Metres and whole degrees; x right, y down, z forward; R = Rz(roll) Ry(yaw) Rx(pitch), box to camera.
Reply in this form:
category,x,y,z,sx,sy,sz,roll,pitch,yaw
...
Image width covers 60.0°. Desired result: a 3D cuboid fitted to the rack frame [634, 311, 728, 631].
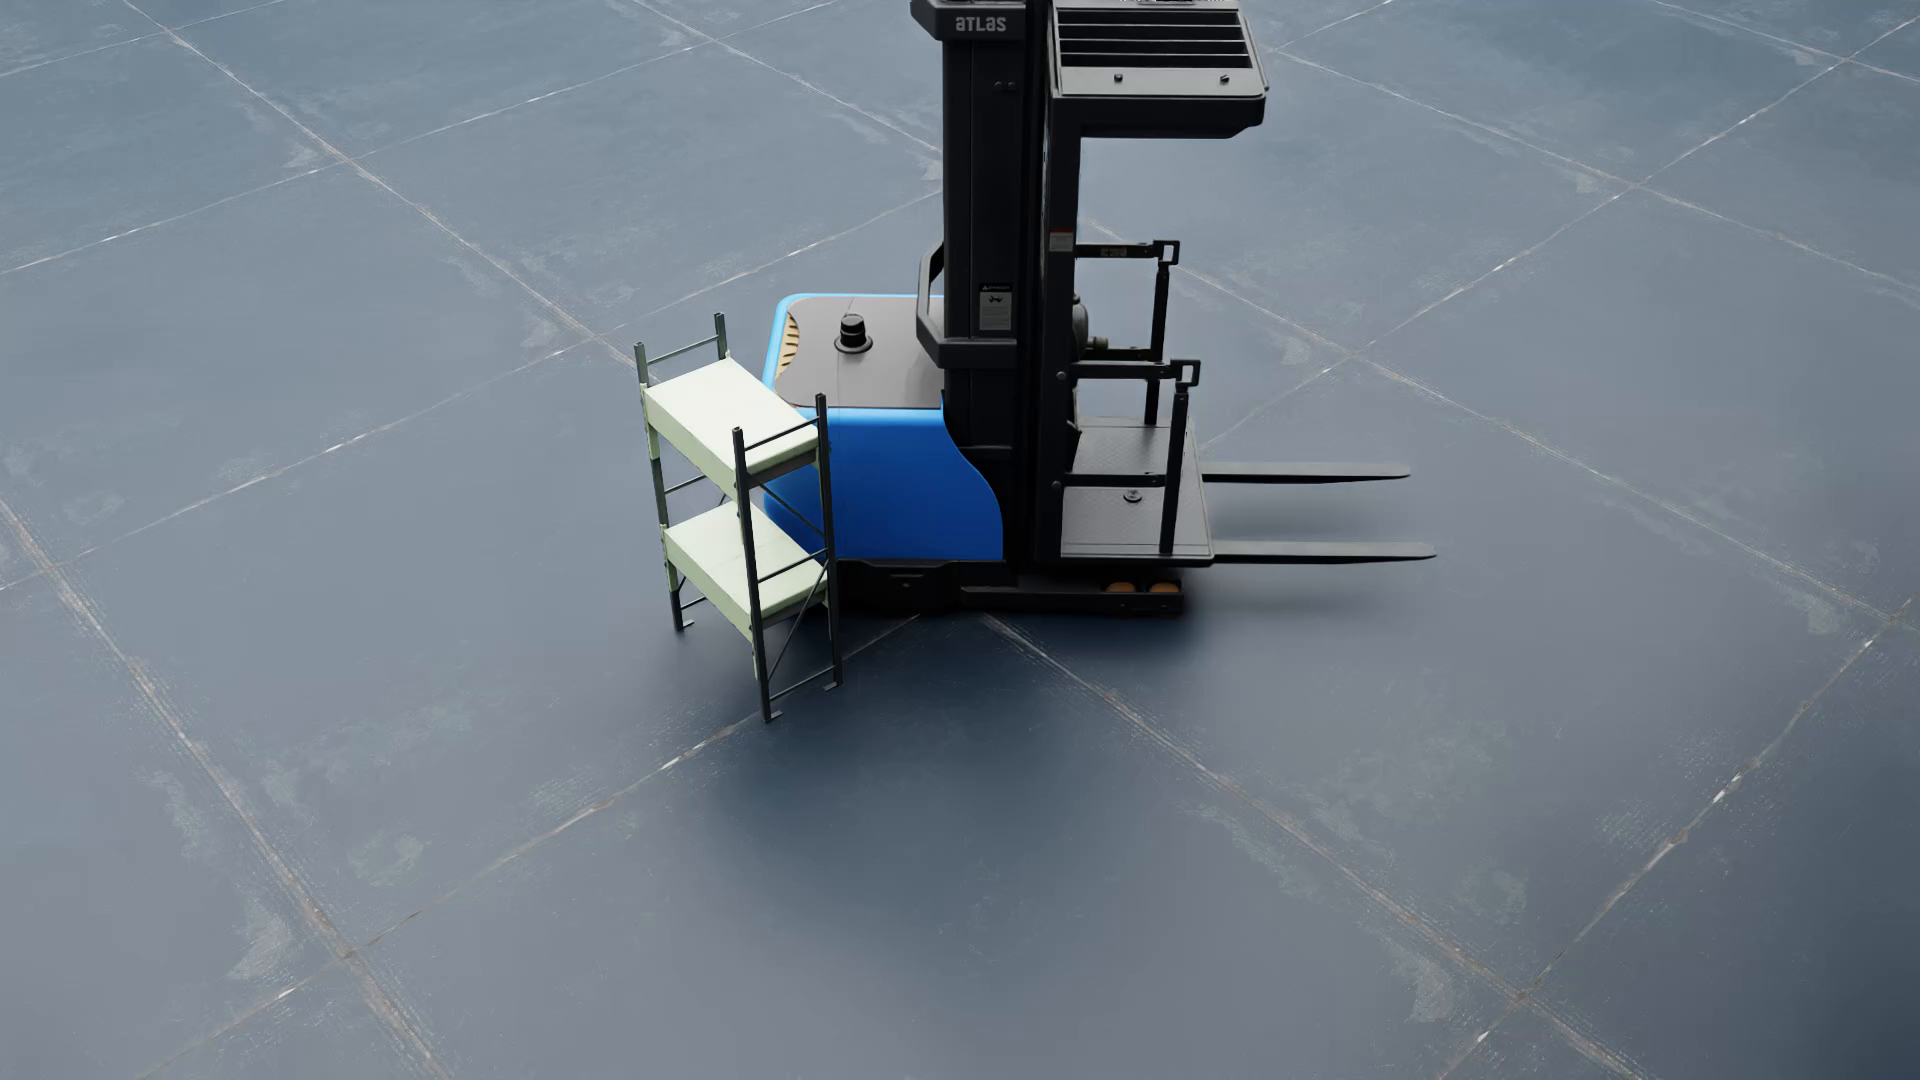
category,x,y,z,sx,sy,sz,roll,pitch,yaw
rack frame,-1.116,-0.258,7.084,0.400,1.500,0.023,-26,46,-28

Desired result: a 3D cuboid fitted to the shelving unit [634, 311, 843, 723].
category,x,y,z,sx,sy,sz,roll,pitch,yaw
shelving unit,-0.893,-0.076,6.858,0.431,1.500,0.755,-26,46,-28

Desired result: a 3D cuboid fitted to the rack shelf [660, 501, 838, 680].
category,x,y,z,sx,sy,sz,roll,pitch,yaw
rack shelf,-0.893,0.178,7.063,0.431,0.370,0.720,-26,46,-28

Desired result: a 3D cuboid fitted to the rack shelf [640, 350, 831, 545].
category,x,y,z,sx,sy,sz,roll,pitch,yaw
rack shelf,-0.893,-0.379,6.613,0.431,0.370,0.720,-26,46,-28

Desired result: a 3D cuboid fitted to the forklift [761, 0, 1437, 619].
category,x,y,z,sx,sy,sz,roll,pitch,yaw
forklift,0.651,-1.125,7.018,3.031,2.935,1.130,1,39,1

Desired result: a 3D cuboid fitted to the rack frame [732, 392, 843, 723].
category,x,y,z,sx,sy,sz,roll,pitch,yaw
rack frame,-0.670,0.106,6.632,0.400,1.500,0.023,-26,46,-28
